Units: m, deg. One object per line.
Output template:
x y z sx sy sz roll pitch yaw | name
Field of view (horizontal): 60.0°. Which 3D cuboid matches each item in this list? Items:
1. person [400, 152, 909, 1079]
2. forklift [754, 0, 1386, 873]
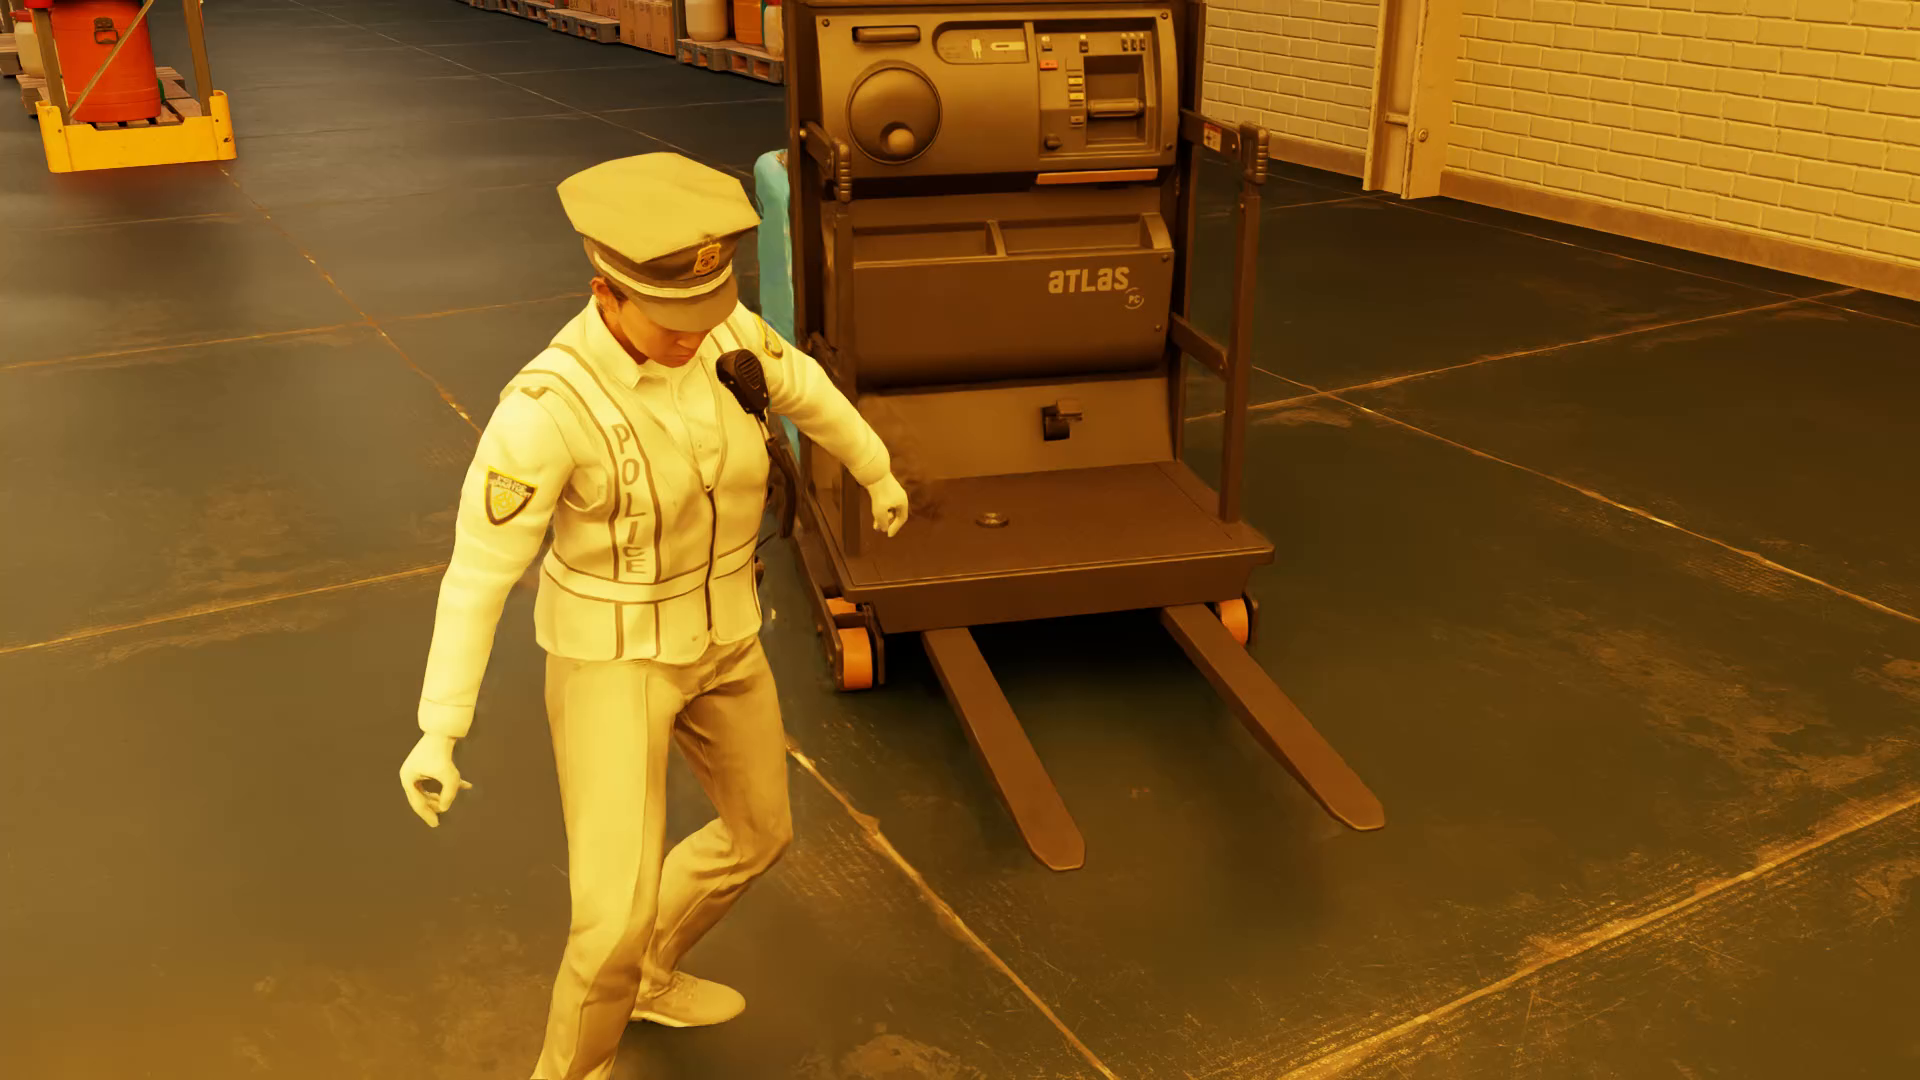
-0.441 0.190 2.630 0.527 1.606 1.056 16 27 33 | person
0.153 -1.129 4.026 1.130 2.935 3.031 -5 23 -12 | forklift
